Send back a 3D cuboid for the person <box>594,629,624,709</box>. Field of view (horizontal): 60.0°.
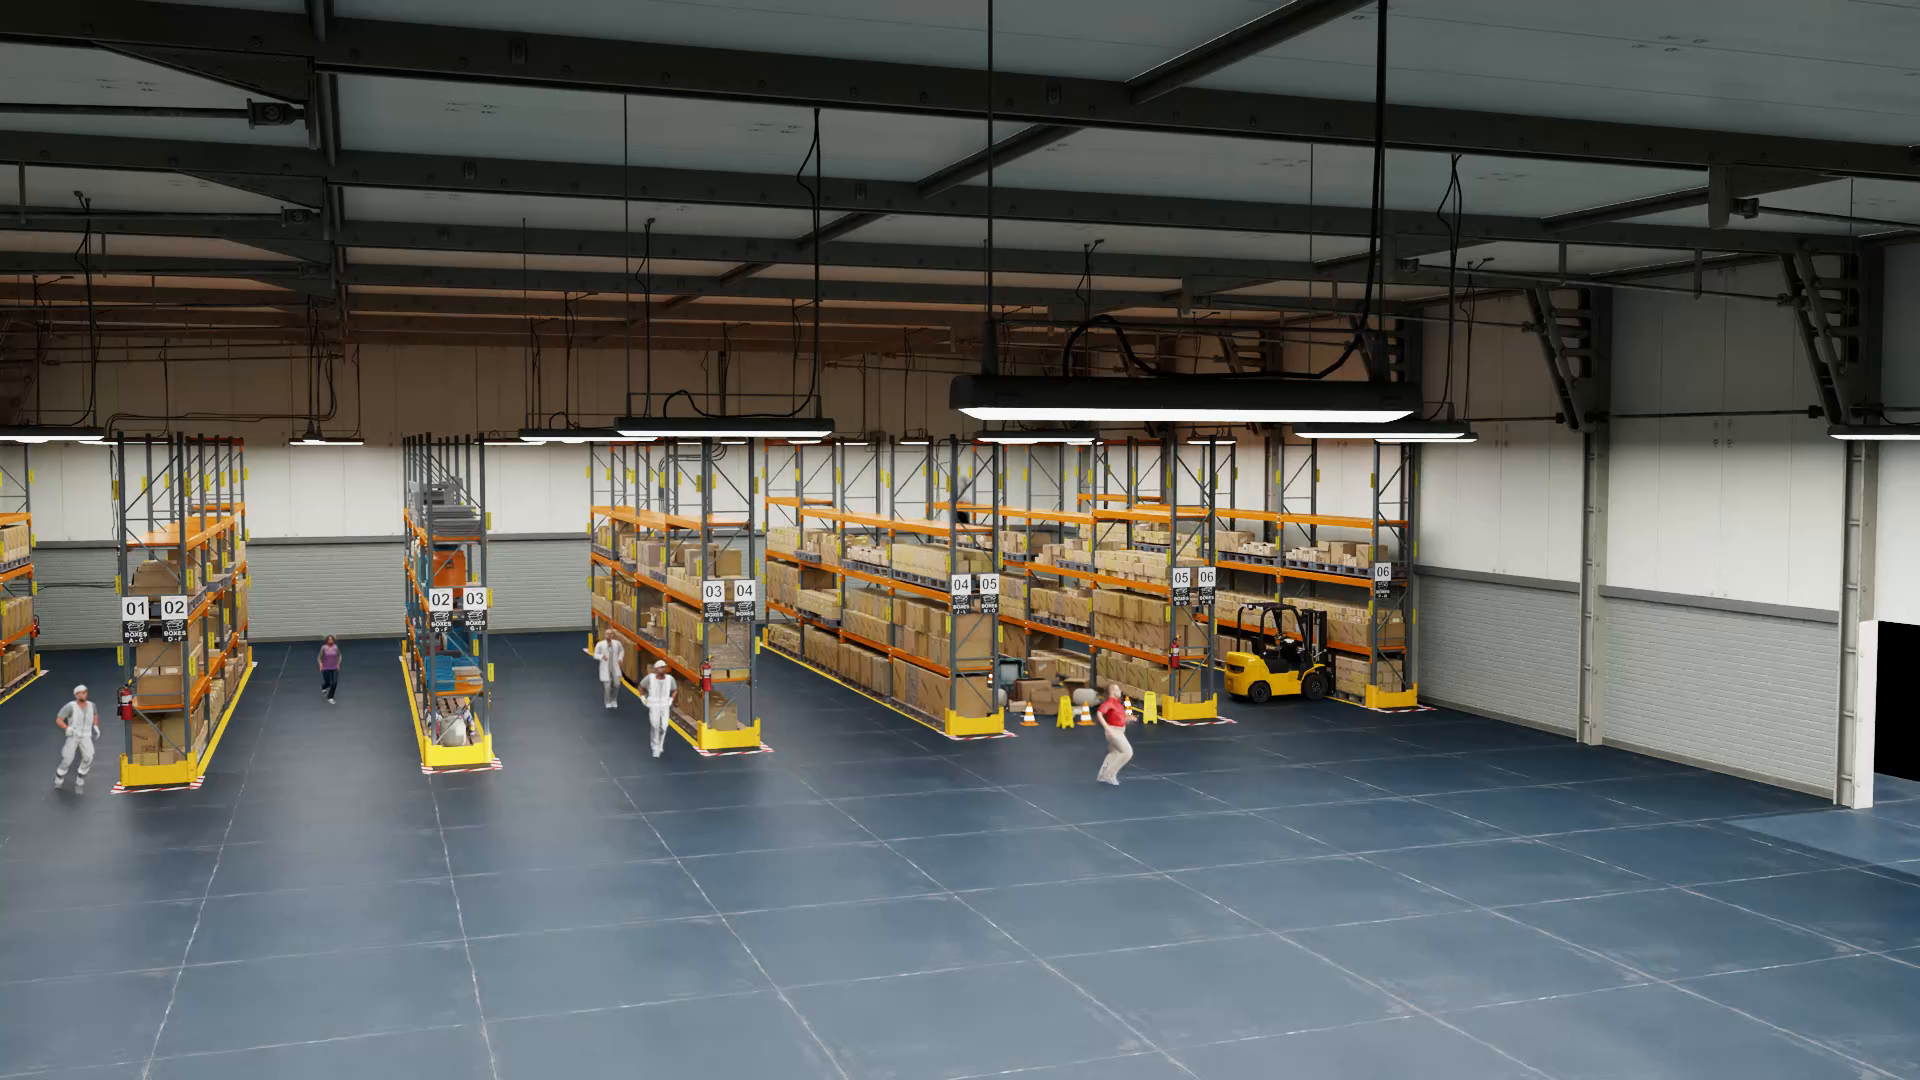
[{"bbox_3d":[-7.627,2.835,36.301,0.694,1.762,0.676,-1,3,-21],"label":"person"}]

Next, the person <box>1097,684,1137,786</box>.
[{"bbox_3d":[2.665,3.303,28.206,0.678,1.721,0.637,1,3,11],"label":"person"}]

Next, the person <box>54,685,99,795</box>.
[{"bbox_3d":[-14.667,3.312,27.691,0.697,1.800,0.718,3,4,41],"label":"person"}]

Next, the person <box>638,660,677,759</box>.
[{"bbox_3d":[-5.592,3.133,30.926,0.698,1.803,0.670,-1,3,-23],"label":"person"}]

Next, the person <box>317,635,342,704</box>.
[{"bbox_3d":[-14.141,2.889,37.313,0.521,1.550,0.577,-2,4,-33],"label":"person"}]
